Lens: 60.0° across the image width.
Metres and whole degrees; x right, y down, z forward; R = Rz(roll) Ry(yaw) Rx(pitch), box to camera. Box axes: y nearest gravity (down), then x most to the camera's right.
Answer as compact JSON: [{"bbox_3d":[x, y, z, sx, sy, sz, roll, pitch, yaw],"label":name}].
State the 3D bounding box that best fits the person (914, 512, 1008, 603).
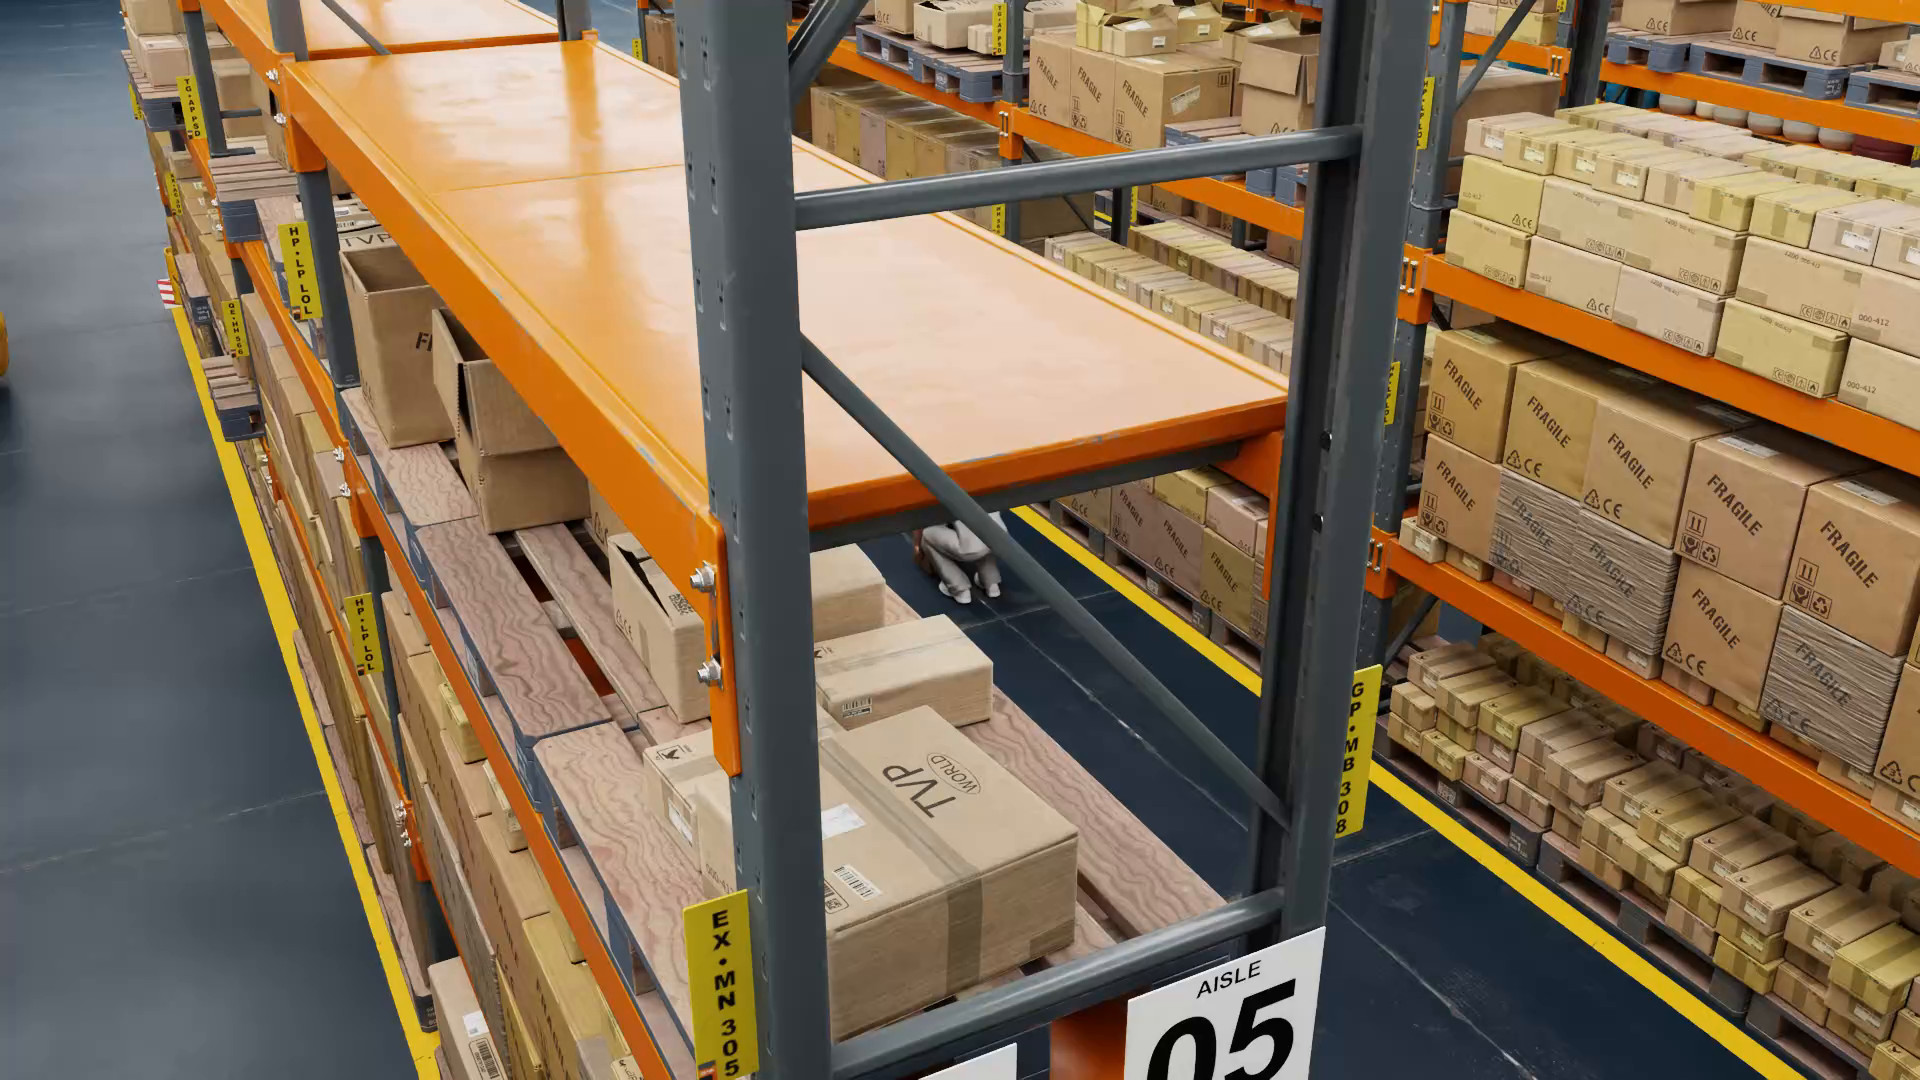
[{"bbox_3d":[0.002,-0.081,10.776,0.478,0.833,0.802,-13,28,-25],"label":"person"}]
